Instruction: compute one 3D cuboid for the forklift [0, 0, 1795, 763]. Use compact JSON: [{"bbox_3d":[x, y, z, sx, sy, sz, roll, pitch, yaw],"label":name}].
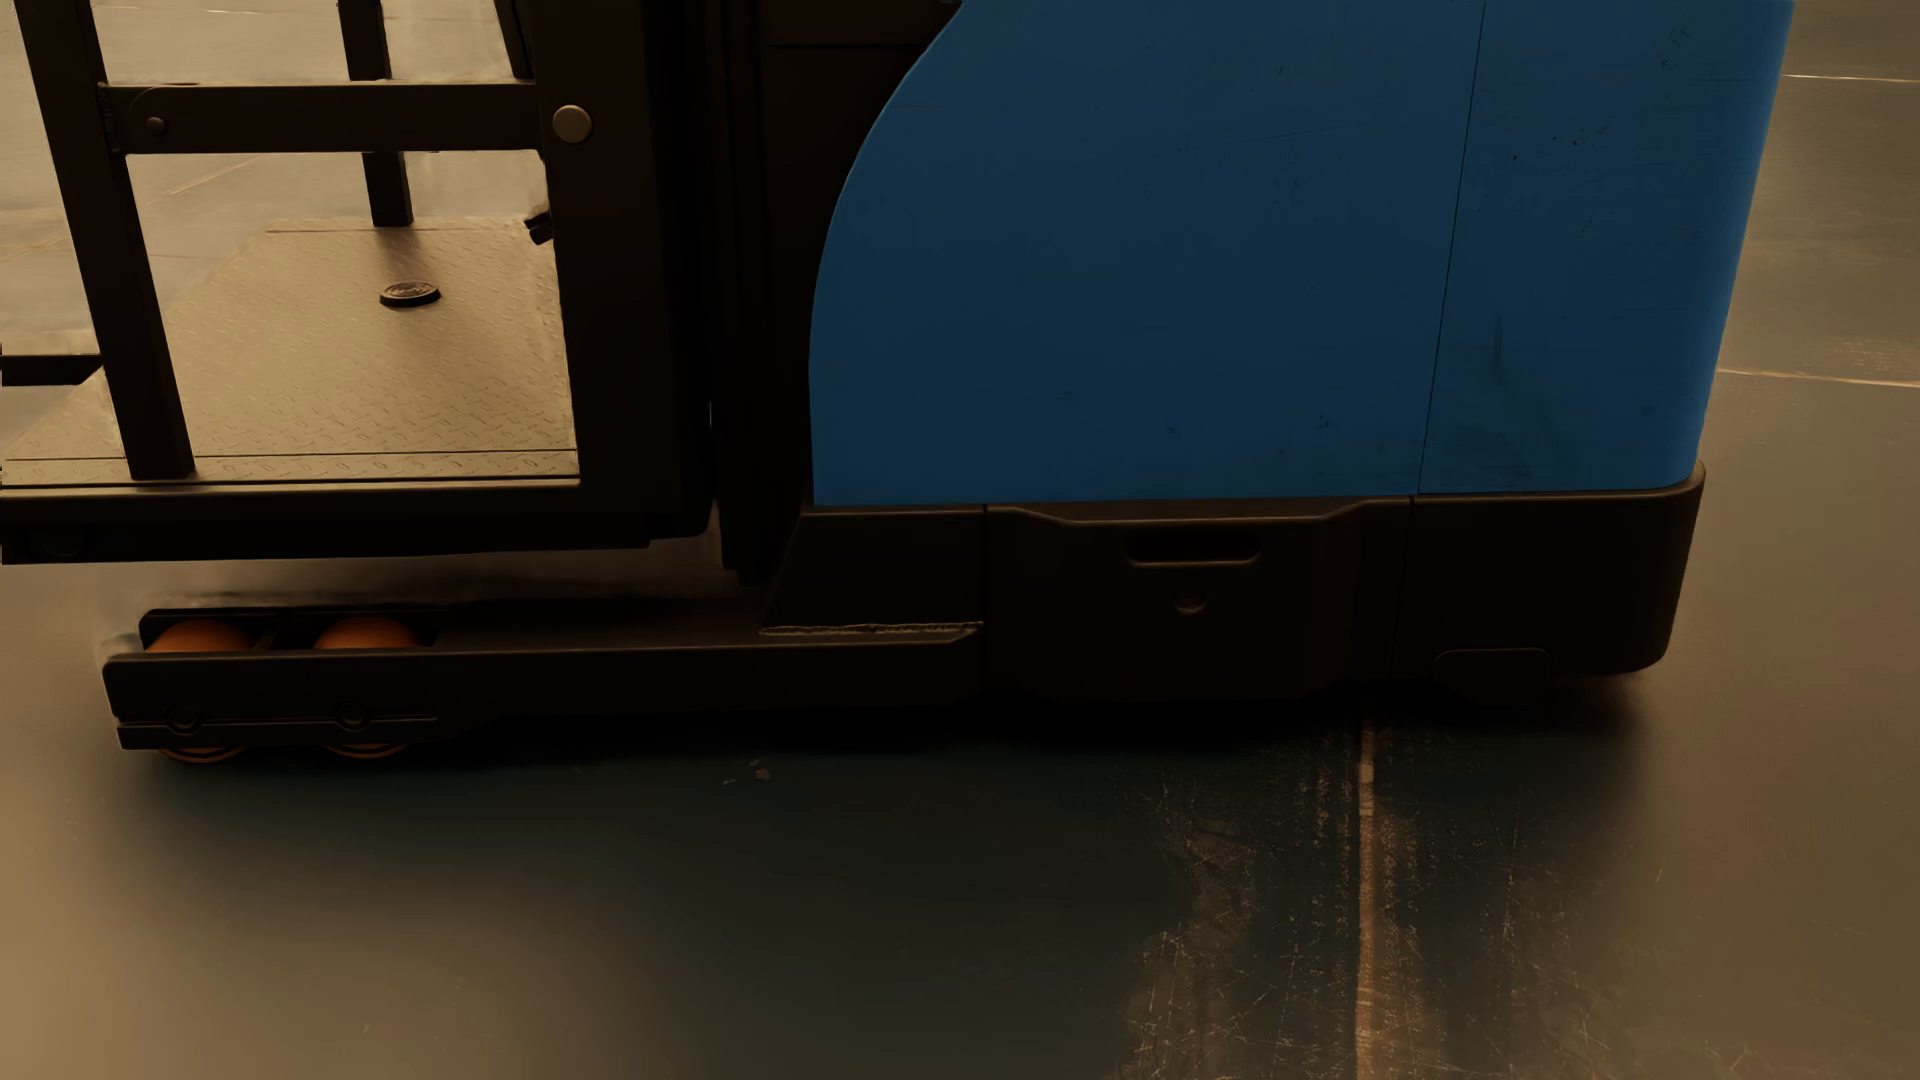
[{"bbox_3d":[-0.641,-1.288,1.799,3.031,2.935,1.130,-1,27,-2],"label":"forklift"}]
